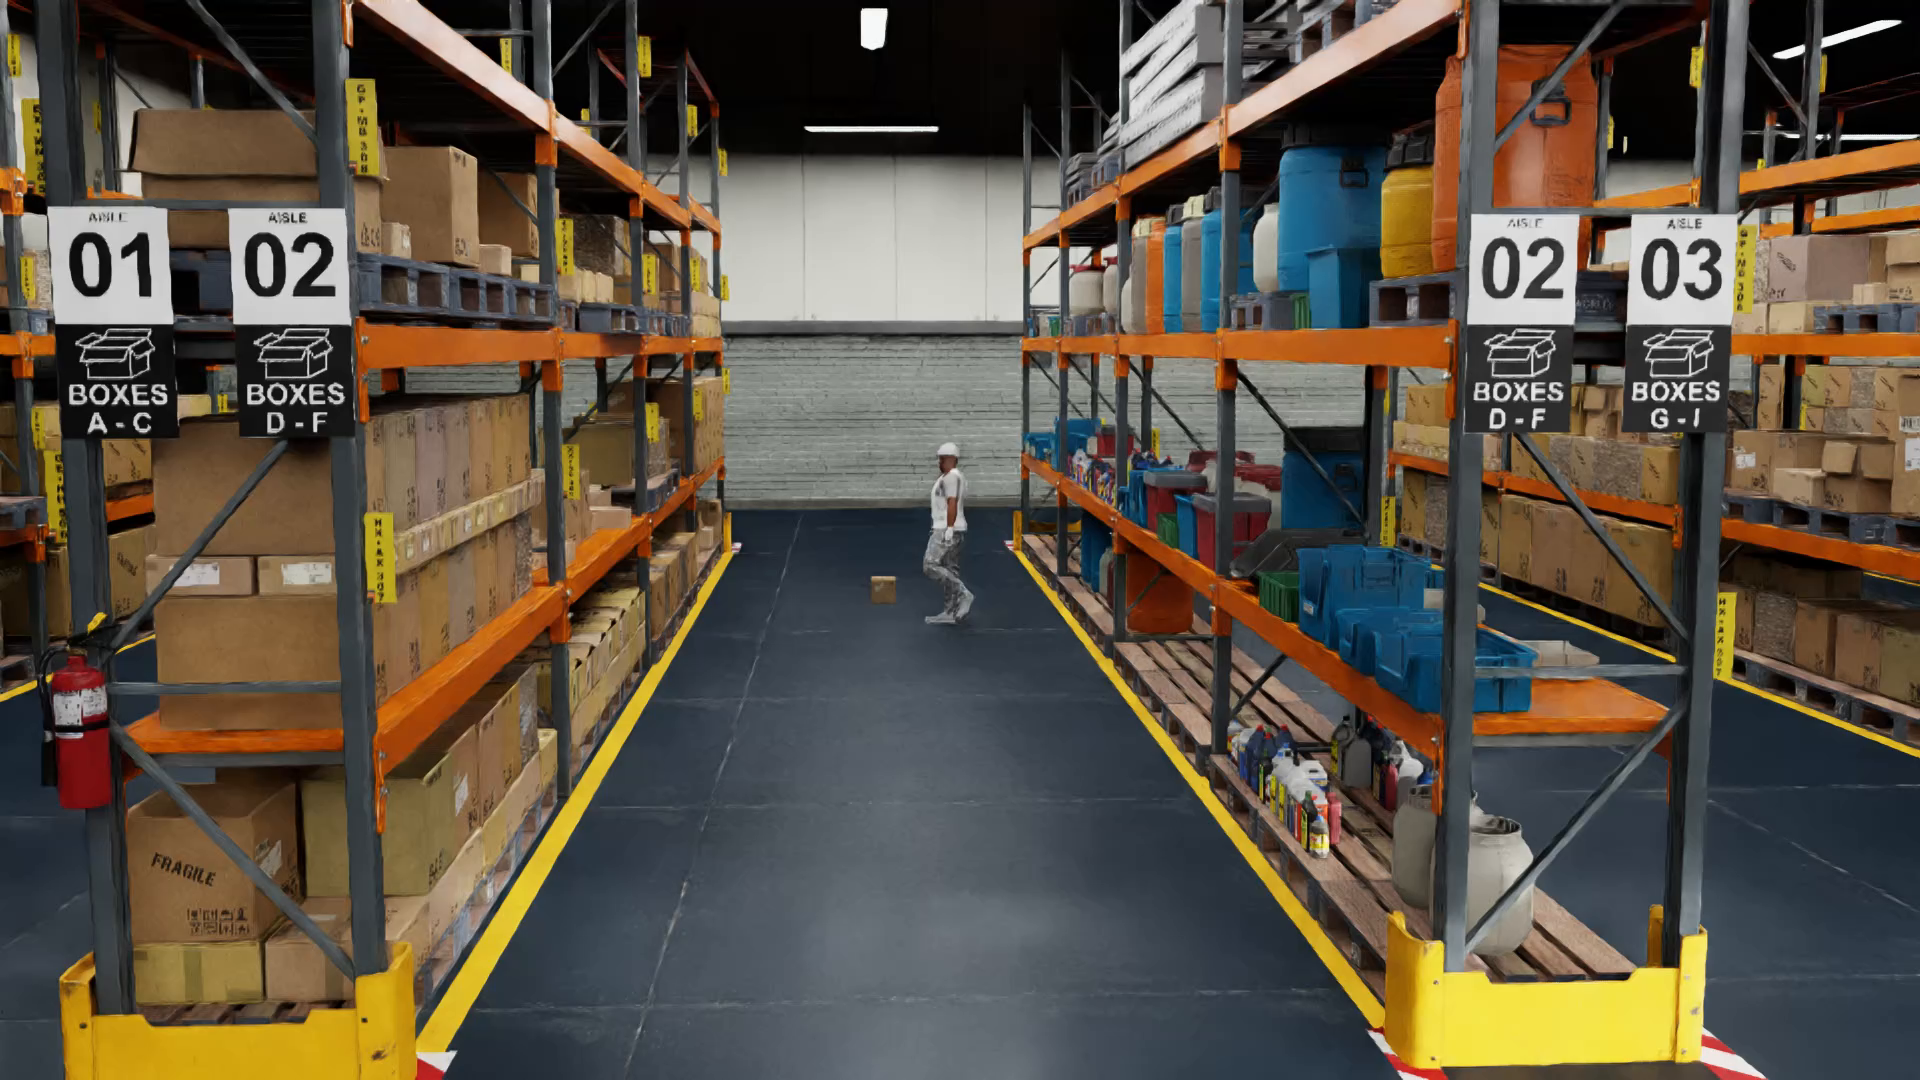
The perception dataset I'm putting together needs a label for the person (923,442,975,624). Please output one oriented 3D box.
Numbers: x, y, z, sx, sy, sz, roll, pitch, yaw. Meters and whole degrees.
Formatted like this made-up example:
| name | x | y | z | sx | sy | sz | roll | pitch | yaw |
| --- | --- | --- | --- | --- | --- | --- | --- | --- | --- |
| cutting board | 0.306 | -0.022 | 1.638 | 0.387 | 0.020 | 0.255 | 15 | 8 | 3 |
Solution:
| name | x | y | z | sx | sy | sz | roll | pitch | yaw |
| --- | --- | --- | --- | --- | --- | --- | --- | --- | --- |
| person | -0.082 | -0.065 | 16.241 | 0.514 | 1.758 | 0.733 | 1 | 7 | 8 |
